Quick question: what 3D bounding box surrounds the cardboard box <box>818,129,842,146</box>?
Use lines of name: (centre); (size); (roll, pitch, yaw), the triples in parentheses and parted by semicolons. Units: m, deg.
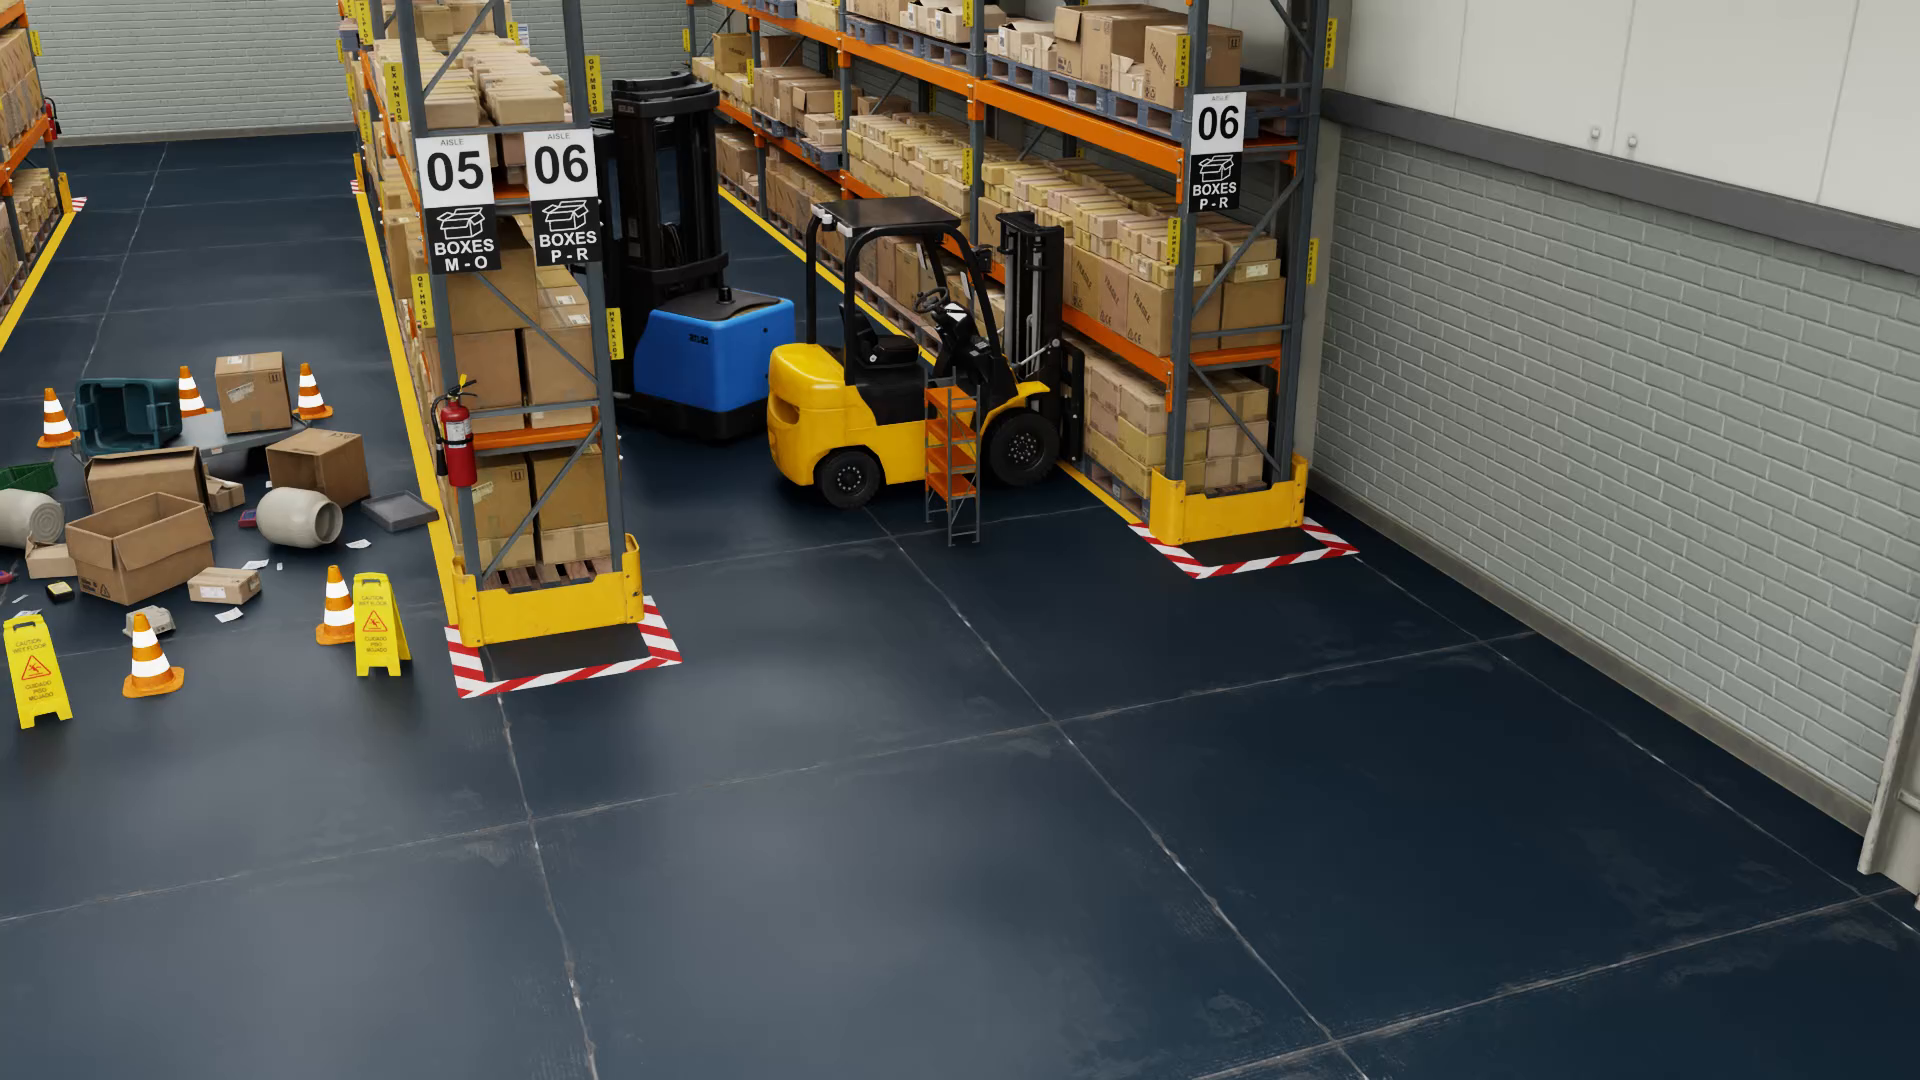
cardboard box: (-1.428, -4.656, 19.218); (0.380, 0.149, 0.250); (-8, 24, -18)

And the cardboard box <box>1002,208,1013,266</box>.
cardboard box: (0.688, -2.601, 14.431); (0.500, 0.500, 0.500); (-8, 24, -18)

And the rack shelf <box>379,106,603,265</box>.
rack shelf: (-3.359, -2.581, 11.575); (1.077, 0.370, 4.000); (-8, 24, -19)

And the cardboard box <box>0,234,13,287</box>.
cardboard box: (-10.809, -3.069, 18.346); (0.500, 0.500, 0.500); (-9, 24, -20)

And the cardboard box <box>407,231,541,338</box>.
cardboard box: (-3.038, -1.603, 10.392); (0.700, 0.500, 0.500); (-9, 24, -20)

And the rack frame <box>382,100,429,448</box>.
rack frame: (-4.066, -2.257, 13.742); (1.000, 3.000, 0.127); (-8, 24, -19)

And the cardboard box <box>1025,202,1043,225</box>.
cardboard box: (0.763, -2.752, 13.954); (0.380, 0.149, 0.250); (-9, 24, -20)

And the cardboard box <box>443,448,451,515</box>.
cardboard box: (-3.367, -0.520, 11.655); (0.500, 0.500, 0.500); (-7, 24, -17)

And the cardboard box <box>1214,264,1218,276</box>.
cardboard box: (1.966, -2.071, 12.337); (0.380, 0.149, 0.250); (-8, 24, -19)

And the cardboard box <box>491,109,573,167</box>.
cardboard box: (-2.581, -2.473, 10.203); (0.500, 0.250, 0.500); (-9, 24, -20)

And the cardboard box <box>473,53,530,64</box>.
cardboard box: (-3.228, -3.343, 11.755); (0.380, 0.149, 0.250); (-8, 24, -18)

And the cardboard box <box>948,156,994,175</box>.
cardboard box: (0.103, -3.565, 15.883); (0.380, 0.149, 0.250); (-8, 24, -19)

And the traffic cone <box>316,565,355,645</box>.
traffic cone: (-4.012, 0.386, 10.737); (0.336, 0.463, 0.334); (-8, 24, -19)

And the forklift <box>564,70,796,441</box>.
forklift: (-2.912, -2.631, 14.719); (3.031, 2.935, 1.130); (16, 28, 33)

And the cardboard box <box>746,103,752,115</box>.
cardboard box: (-2.711, -5.903, 22.717); (0.380, 0.149, 0.250); (-8, 24, -18)

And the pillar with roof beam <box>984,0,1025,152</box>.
pillar with roof beam: (-3.560, -6.216, 15.413); (9.100, 9.000, 0.400); (-8, 24, -19)

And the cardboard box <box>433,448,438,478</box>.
cardboard box: (-3.721, -0.547, 12.685); (0.500, 0.250, 0.500); (-9, 24, -20)

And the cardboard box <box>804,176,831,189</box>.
cardboard box: (-1.729, -4.460, 20.812); (0.380, 0.149, 0.250); (-8, 24, -19)

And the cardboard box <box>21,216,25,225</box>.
cardboard box: (-11.702, -3.902, 20.392); (0.380, 0.149, 0.250); (-10, 25, -22)

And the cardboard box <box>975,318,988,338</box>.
cardboard box: (0.459, -1.878, 15.199); (0.500, 0.250, 0.500); (-8, 24, -19)

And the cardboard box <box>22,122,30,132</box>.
cardboard box: (-12.188, -5.332, 21.361); (0.380, 0.149, 0.250); (-9, 25, -21)

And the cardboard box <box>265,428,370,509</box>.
cardboard box: (-4.960, -0.530, 12.861); (0.500, 0.500, 0.500); (8, 24, 18)

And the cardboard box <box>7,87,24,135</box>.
cardboard box: (-11.752, -5.212, 20.242); (0.500, 0.500, 0.500); (-9, 24, -20)

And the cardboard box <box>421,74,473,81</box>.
cardboard box: (-3.332, -2.898, 10.698); (0.380, 0.149, 0.250); (-8, 24, -19)

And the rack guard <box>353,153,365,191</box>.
rack guard: (-8.314, -5.474, 24.593); (1.175, 0.500, 0.348); (-8, 24, -19)

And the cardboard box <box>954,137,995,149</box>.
cardboard box: (0.158, -4.002, 16.918); (0.380, 0.149, 0.250); (-8, 24, -19)

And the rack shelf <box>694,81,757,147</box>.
rack shelf: (-2.956, -6.241, 24.122); (1.077, 0.370, 4.000); (-8, 24, -19)

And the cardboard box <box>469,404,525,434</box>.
cardboard box: (-2.985, -0.794, 10.596); (0.380, 0.149, 0.250); (-8, 24, -17)

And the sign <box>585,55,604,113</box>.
sign: (-2.145, -2.663, 9.718); (0.100, 0.325, 0.005); (-8, 24, -19)

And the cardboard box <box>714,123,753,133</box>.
cardboard box: (-3.535, -6.107, 25.551); (0.797, 0.503, 0.637); (-9, 25, -21)

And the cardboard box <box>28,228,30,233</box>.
cardboard box: (-11.546, -3.684, 20.258); (0.380, 0.149, 0.250); (-8, 24, -19)

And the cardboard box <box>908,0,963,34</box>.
cardboard box: (-0.178, -5.028, 15.901); (0.500, 0.311, 0.500); (-9, 25, -21)

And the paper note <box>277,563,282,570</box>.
paper note: (-4.825, 0.187, 11.793); (0.032, 0.001, 0.123); (-8, 24, -19)

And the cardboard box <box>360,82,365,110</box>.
cardboard box: (-6.265, -4.736, 18.208); (0.500, 0.500, 0.500); (-8, 24, -19)

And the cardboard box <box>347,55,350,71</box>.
cardboard box: (-7.847, -6.356, 22.053); (0.500, 0.500, 0.500); (-8, 24, -19)

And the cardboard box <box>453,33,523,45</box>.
cardboard box: (-3.897, -4.031, 13.742); (0.500, 0.250, 0.500); (-9, 24, -20)

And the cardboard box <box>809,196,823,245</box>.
cardboard box: (-1.542, -3.931, 20.393); (0.500, 0.500, 0.500); (-7, 24, -17)

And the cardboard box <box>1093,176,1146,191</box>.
cardboard box: (1.348, -2.976, 14.102); (0.380, 0.149, 0.250); (-9, 24, -20)

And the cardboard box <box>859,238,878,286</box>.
cardboard box: (-0.629, -3.263, 18.647); (0.875, 0.625, 0.625); (-8, 24, -17)

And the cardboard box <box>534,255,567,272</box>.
cardboard box: (-3.115, -1.753, 12.035); (0.500, 0.500, 0.500); (-9, 24, -20)

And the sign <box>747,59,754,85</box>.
sign: (-2.755, -6.168, 21.907); (0.100, 0.325, 0.005); (-8, 24, -19)

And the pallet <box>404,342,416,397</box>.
pallet: (-4.777, -1.698, 16.008); (1.003, 0.211, 1.213); (-8, 24, -19)

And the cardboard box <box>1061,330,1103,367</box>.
cardboard box: (0.990, -1.549, 13.776); (0.500, 0.250, 0.500); (-9, 24, -20)

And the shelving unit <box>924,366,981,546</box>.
shelving unit: (-0.059, -0.613, 12.160); (0.258, 1.200, 0.503); (-8, 24, -19)

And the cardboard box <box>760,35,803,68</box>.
cardboard box: (-2.527, -6.837, 23.454); (0.500, 0.500, 0.500); (-9, 24, -20)

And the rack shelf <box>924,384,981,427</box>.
rack shelf: (-0.059, -0.975, 12.007); (0.258, 0.148, 0.480); (-8, 24, -19)

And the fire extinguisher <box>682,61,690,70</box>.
fire extinguisher: (-4.147, -7.082, 25.770); (0.296, 0.674, 0.183); (-8, 24, -19)

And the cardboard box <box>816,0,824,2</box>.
cardboard box: (-1.458, -6.265, 19.071); (0.380, 0.149, 0.250); (-8, 24, -19)

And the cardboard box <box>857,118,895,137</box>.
cardboard box: (-0.904, -4.485, 18.064); (0.380, 0.149, 0.250); (-8, 24, -18)

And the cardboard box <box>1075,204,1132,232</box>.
cardboard box: (1.121, -2.519, 13.018); (0.380, 0.149, 0.250); (-8, 24, -18)

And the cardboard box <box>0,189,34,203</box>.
cardboard box: (-11.943, -4.327, 21.017); (0.380, 0.149, 0.250); (-8, 24, -19)

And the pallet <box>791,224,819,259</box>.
pallet: (-1.492, -3.827, 21.057); (1.003, 0.211, 1.213); (-8, 24, -19)

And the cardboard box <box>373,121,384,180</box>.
cardboard box: (-5.537, -3.892, 16.569); (0.500, 0.500, 0.500); (-9, 24, -20)

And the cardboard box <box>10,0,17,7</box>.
cardboard box: (-12.305, -6.901, 21.092); (0.500, 0.250, 0.500); (-8, 24, -19)

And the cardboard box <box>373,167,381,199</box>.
cardboard box: (-5.901, -3.789, 17.571); (0.500, 0.250, 0.500); (-9, 25, -21)

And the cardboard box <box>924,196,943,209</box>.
cardboard box: (-0.029, -3.199, 16.171); (0.500, 0.250, 0.500); (-8, 24, -19)

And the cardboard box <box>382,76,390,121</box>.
cardboard box: (-3.811, -3.140, 11.785); (0.500, 0.250, 0.500); (-8, 24, -19)

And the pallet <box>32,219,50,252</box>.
pallet: (-12.192, -3.846, 21.103); (1.003, 0.211, 1.213); (-8, 24, -19)

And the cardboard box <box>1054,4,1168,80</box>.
cardboard box: (1.166, -3.886, 12.944); (0.797, 0.503, 0.637); (-8, 24, -17)
